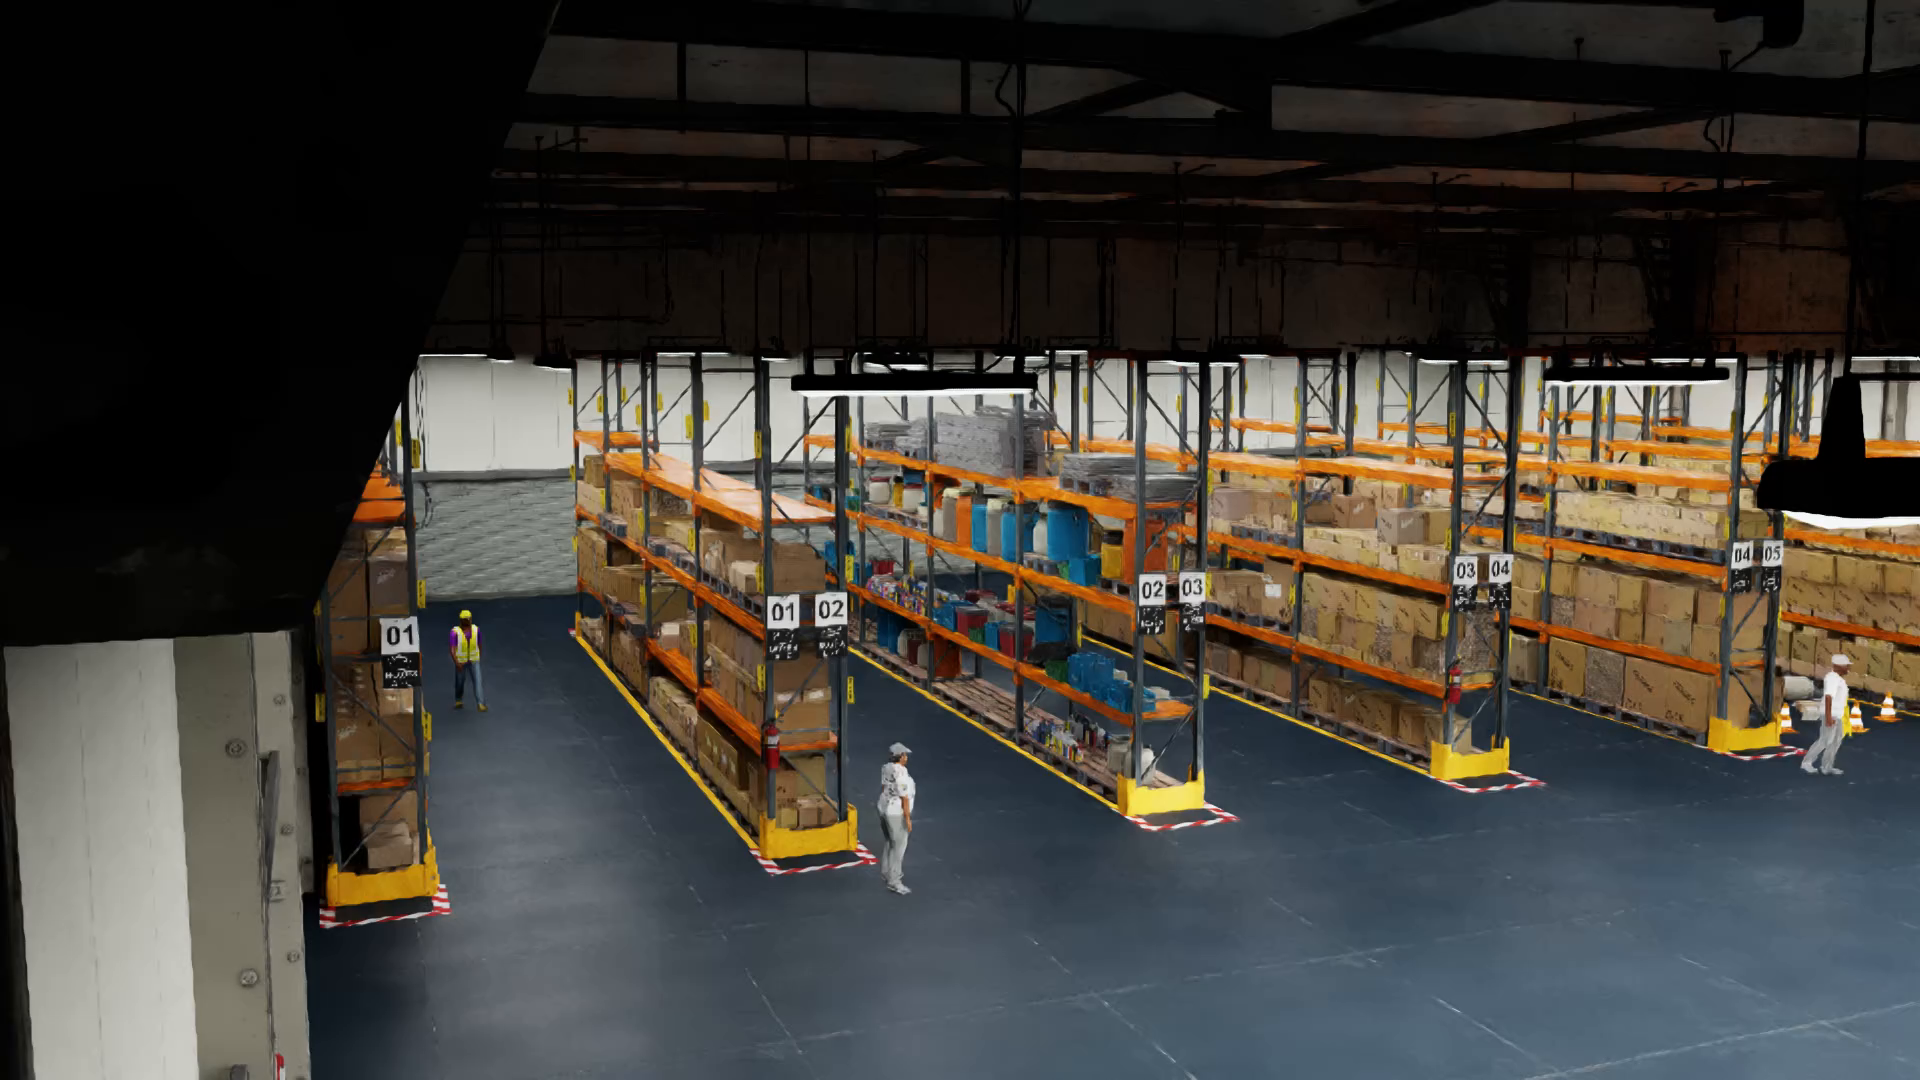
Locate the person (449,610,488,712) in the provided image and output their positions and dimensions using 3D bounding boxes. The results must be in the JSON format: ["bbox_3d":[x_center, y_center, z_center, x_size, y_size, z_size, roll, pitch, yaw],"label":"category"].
[{"bbox_3d":[-8.281,2.013,27.902,0.571,1.706,1.033,-4,8,-28],"label":"person"}]

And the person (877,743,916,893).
[{"bbox_3d":[-0.732,3.138,18.993,0.393,1.674,0.635,-4,8,-27],"label":"person"}]

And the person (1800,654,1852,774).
[{"bbox_3d":[12.474,2.498,23.932,0.574,1.753,0.606,5,8,33],"label":"person"}]
